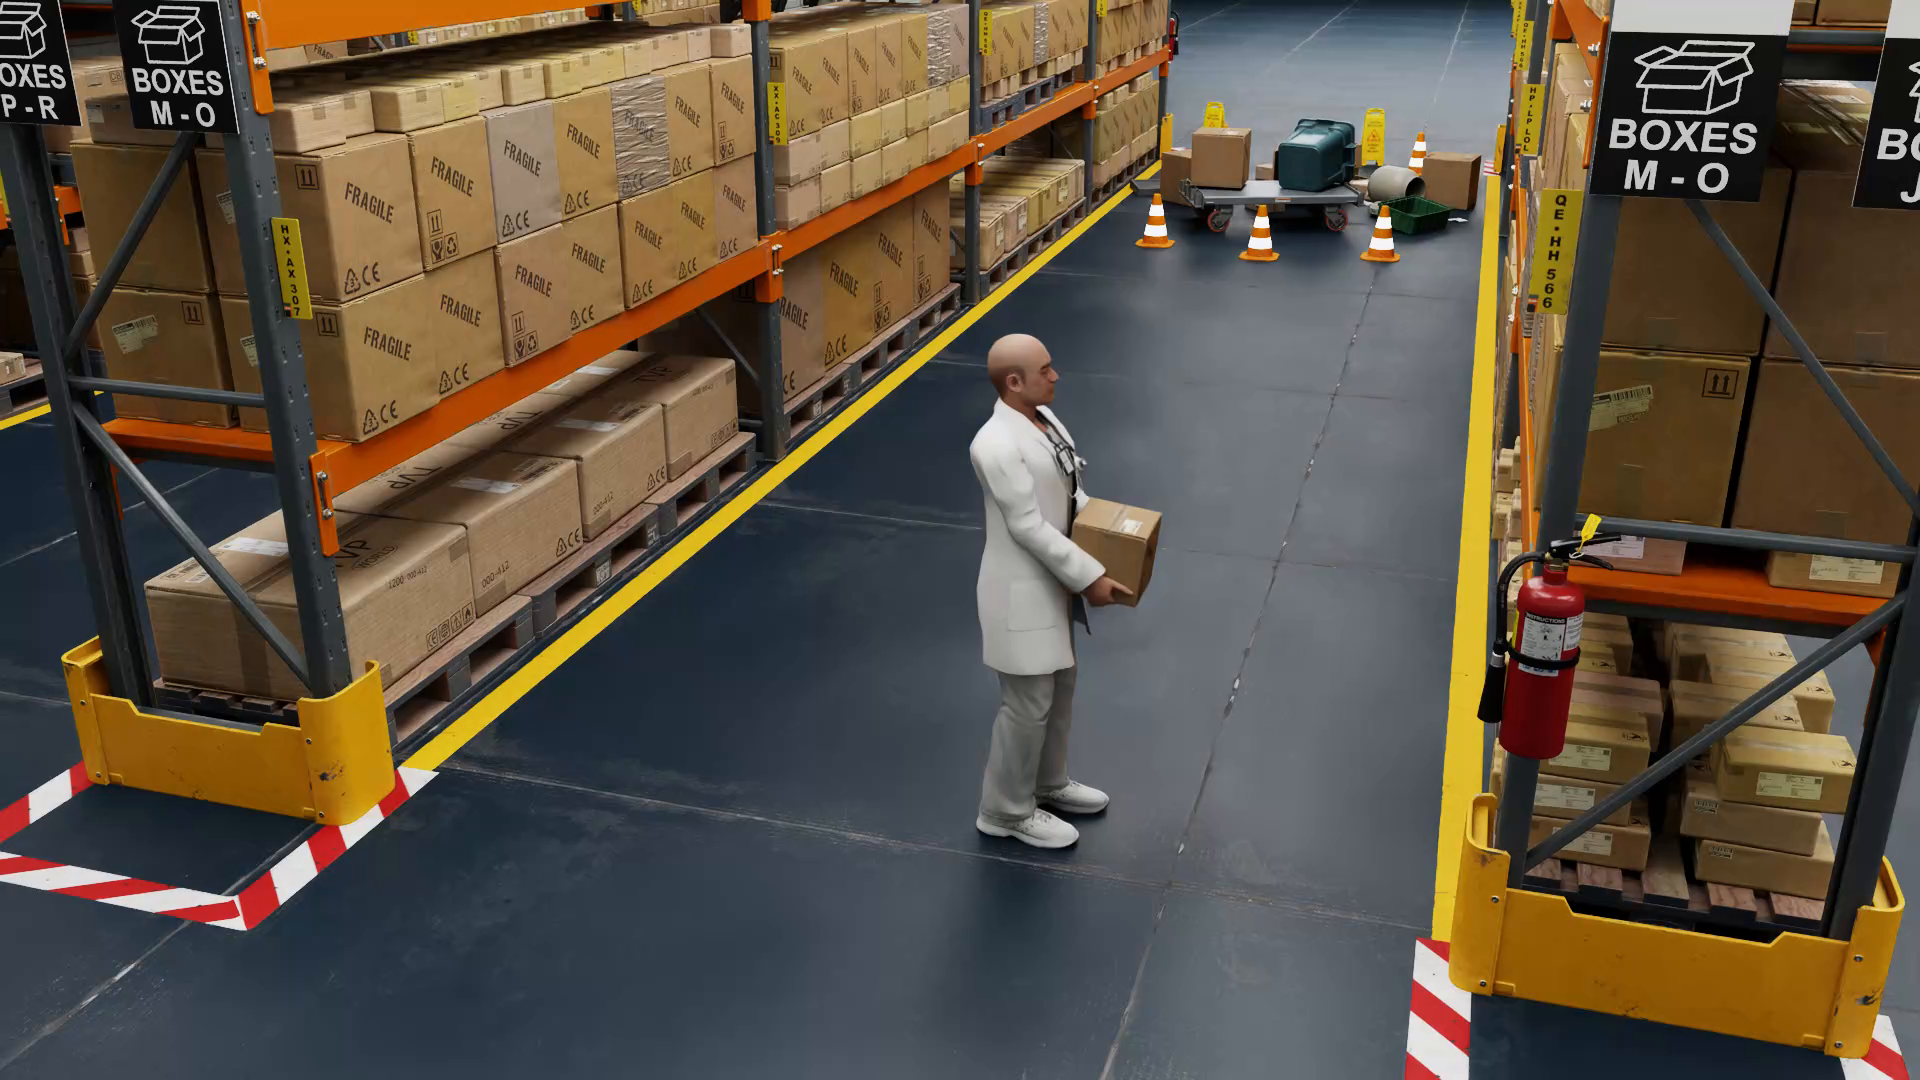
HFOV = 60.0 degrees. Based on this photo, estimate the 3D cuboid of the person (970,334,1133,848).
[{"bbox_3d":[7.654,-1.405,9.656,11.876,1.775,13.168,7,23,16],"label":"person"}]
